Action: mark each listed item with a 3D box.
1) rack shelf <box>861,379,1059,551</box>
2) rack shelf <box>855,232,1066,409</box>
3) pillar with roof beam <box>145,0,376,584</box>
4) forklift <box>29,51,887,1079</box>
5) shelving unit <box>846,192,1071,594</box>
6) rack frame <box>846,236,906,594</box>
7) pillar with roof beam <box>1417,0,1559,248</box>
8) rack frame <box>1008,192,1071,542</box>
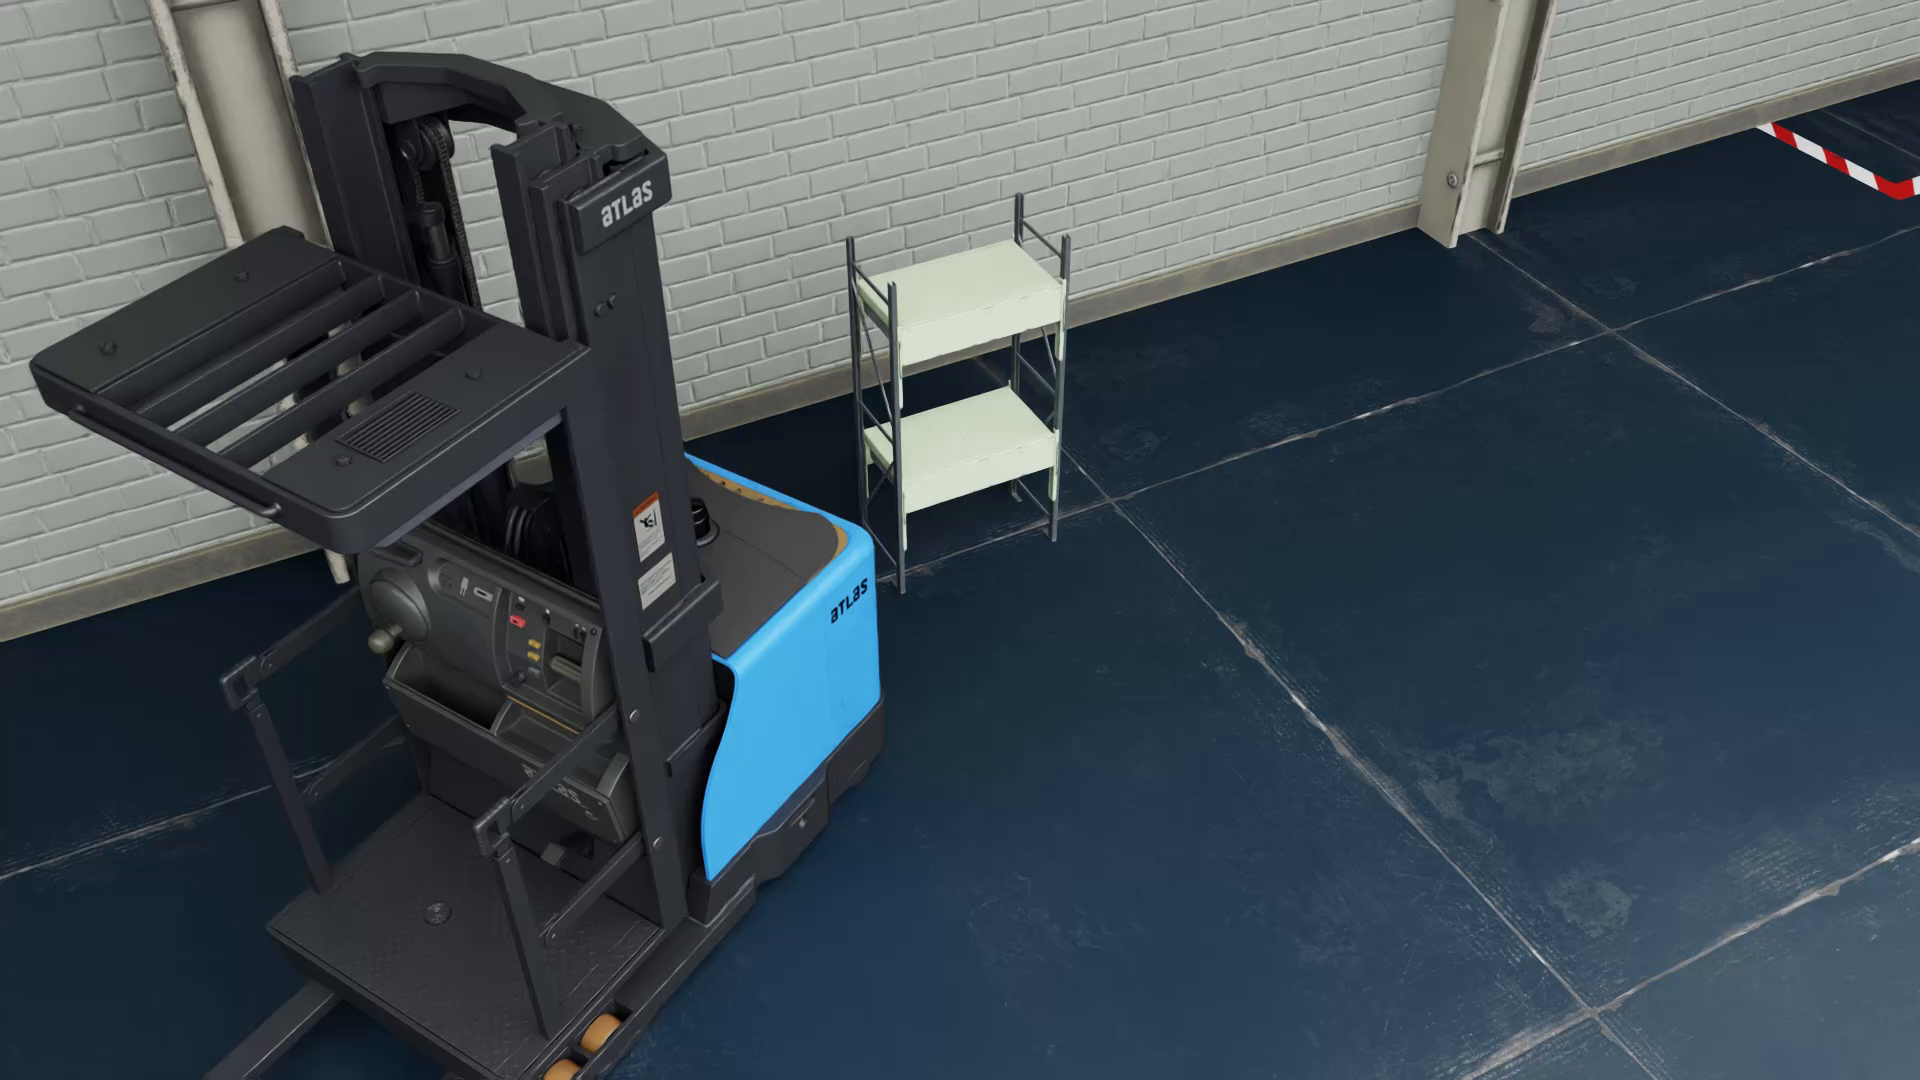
[{"bbox_3d":[-0.006,-0.322,6.974,0.720,0.370,0.431,-19,44,-21],"label":"rack shelf"},{"bbox_3d":[-0.006,-0.868,6.511,0.720,0.370,0.431,-19,44,-21],"label":"rack shelf"},{"bbox_3d":[-0.541,-0.926,1.379,0.400,9.000,9.100,-19,44,-21],"label":"pillar with roof beam"},{"bbox_3d":[-1.493,0.307,4.619,1.130,2.935,3.031,22,45,24],"label":"forklift"},{"bbox_3d":[-0.006,-0.570,6.763,0.755,1.500,0.431,-19,44,-21],"label":"shelving unit"},{"bbox_3d":[-0.331,-0.461,6.634,0.023,1.500,0.400,-19,44,-21],"label":"rack frame"},{"bbox_3d":[4.780,-2.717,3.495,0.400,9.000,9.100,-19,44,-21],"label":"pillar with roof beam"},{"bbox_3d":[0.319,-0.680,6.892,0.023,1.500,0.400,-19,44,-21],"label":"rack frame"}]
